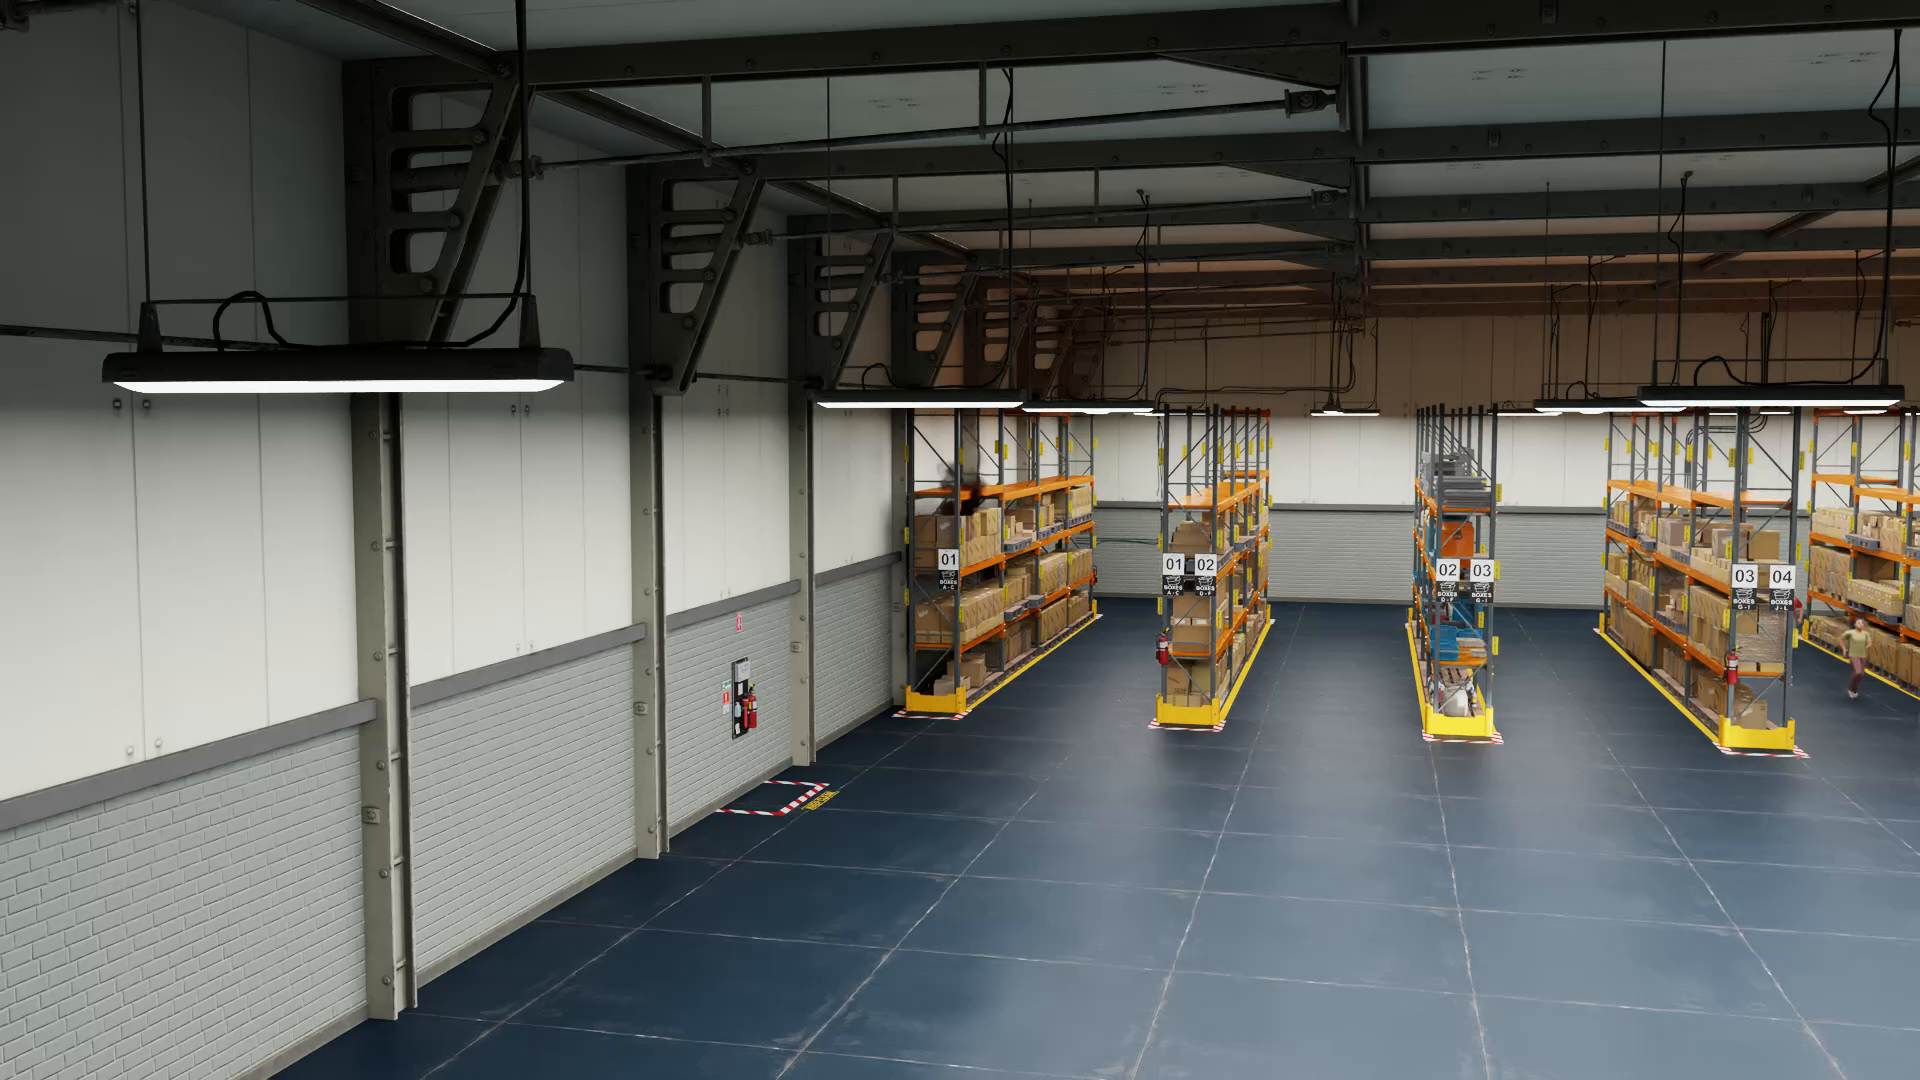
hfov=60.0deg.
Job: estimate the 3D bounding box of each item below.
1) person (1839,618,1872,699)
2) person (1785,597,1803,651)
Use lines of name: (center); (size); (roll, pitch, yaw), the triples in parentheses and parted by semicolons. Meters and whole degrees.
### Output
person: (18.338, 2.412, 33.981); (0.549, 1.659, 0.656); (0, 4, 2)
person: (19.909, 1.976, 39.996); (0.698, 1.686, 0.594); (1, 4, 19)
